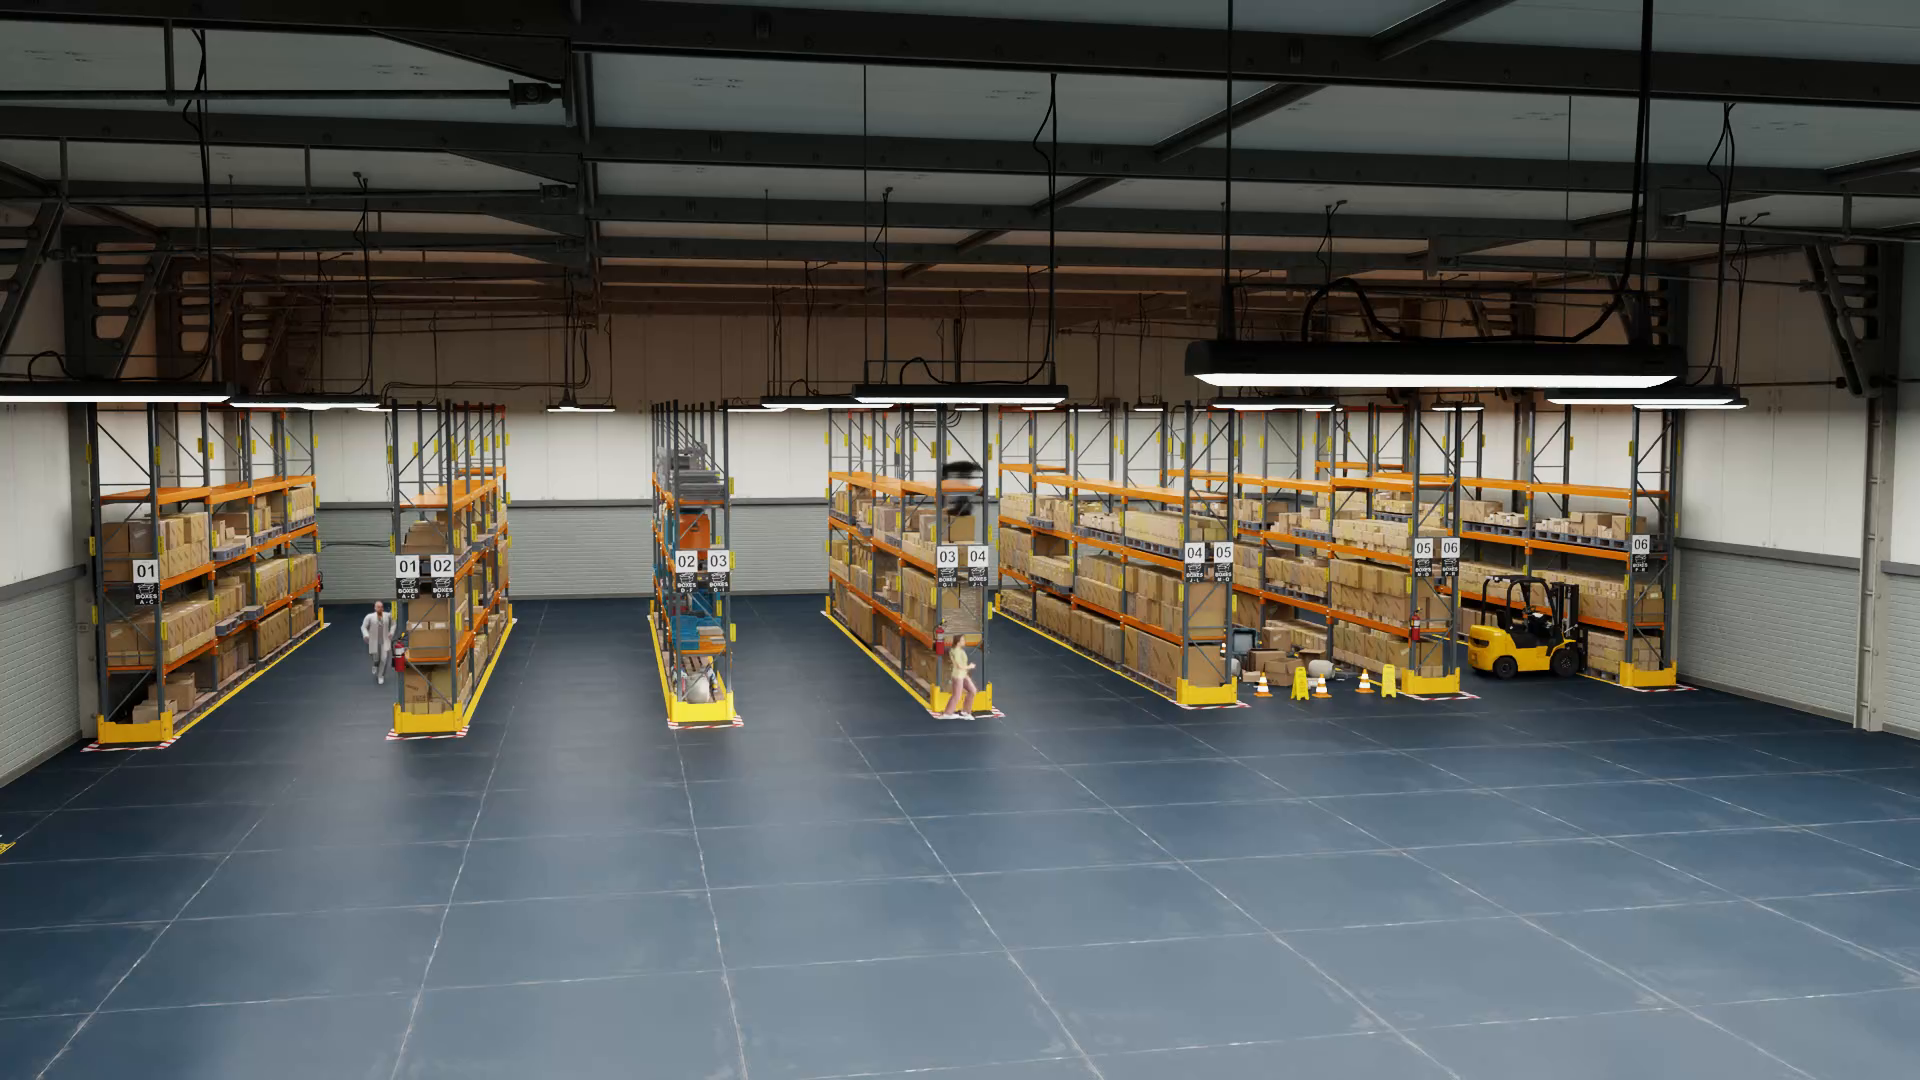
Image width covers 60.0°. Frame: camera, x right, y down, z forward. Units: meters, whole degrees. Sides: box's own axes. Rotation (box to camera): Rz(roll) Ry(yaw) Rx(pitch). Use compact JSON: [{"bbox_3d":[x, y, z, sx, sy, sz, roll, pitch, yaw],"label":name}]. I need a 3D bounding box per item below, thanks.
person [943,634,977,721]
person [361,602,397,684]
[{"bbox_3d":[-0.035,2.575,30.957,0.641,1.680,0.585,1,4,15],"label":"person"},{"bbox_3d":[-12.464,2.185,35.714,0.728,1.734,0.721,-2,5,-24],"label":"person"}]
